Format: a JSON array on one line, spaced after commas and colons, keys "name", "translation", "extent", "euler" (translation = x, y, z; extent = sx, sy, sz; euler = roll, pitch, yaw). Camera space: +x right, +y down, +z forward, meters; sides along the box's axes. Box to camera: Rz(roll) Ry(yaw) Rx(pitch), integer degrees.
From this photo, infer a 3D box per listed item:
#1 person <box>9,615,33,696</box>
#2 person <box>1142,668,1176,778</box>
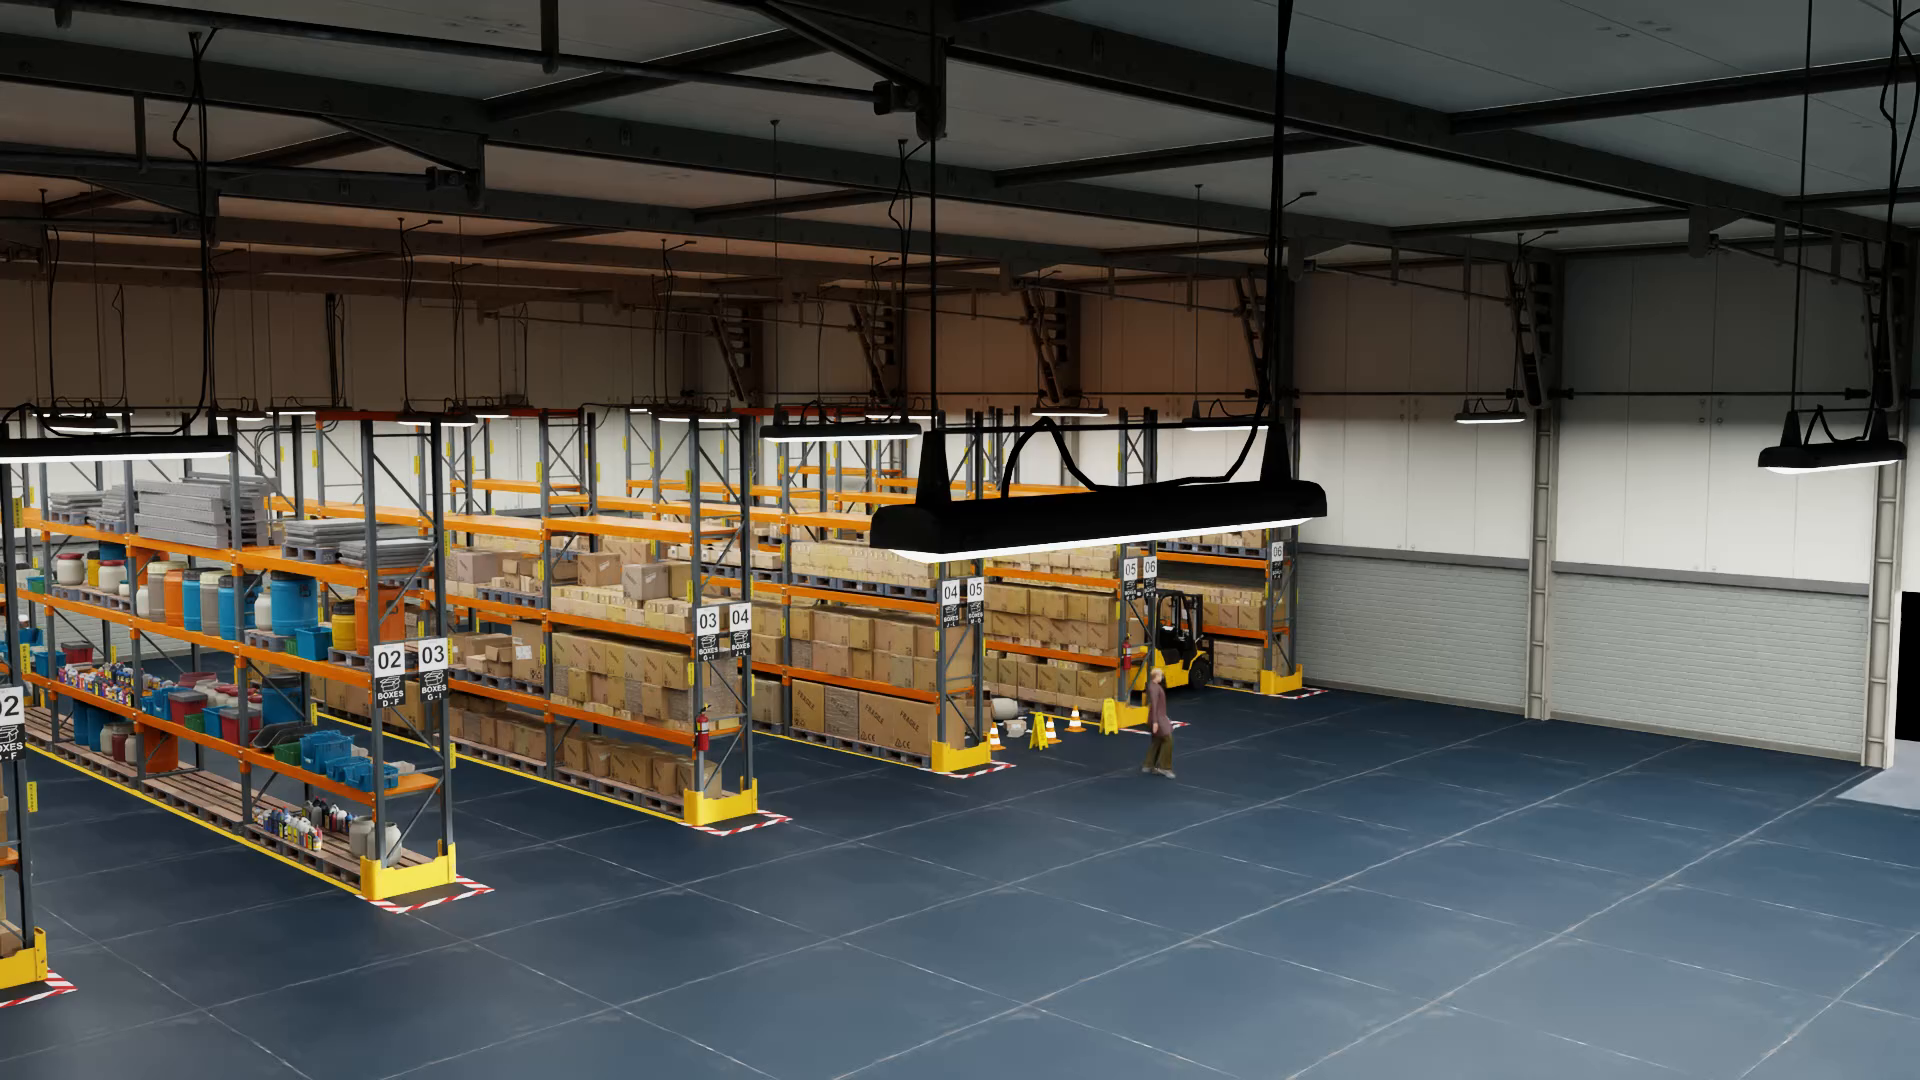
[{"name": "person", "translation": [-19.378, 2.400, 34.463], "extent": [1.136, 1.723, 0.602], "euler": [2, 5, 19]}, {"name": "person", "translation": [3.306, 3.039, 27.511], "extent": [0.568, 1.854, 0.615], "euler": [0, 5, -3]}]
